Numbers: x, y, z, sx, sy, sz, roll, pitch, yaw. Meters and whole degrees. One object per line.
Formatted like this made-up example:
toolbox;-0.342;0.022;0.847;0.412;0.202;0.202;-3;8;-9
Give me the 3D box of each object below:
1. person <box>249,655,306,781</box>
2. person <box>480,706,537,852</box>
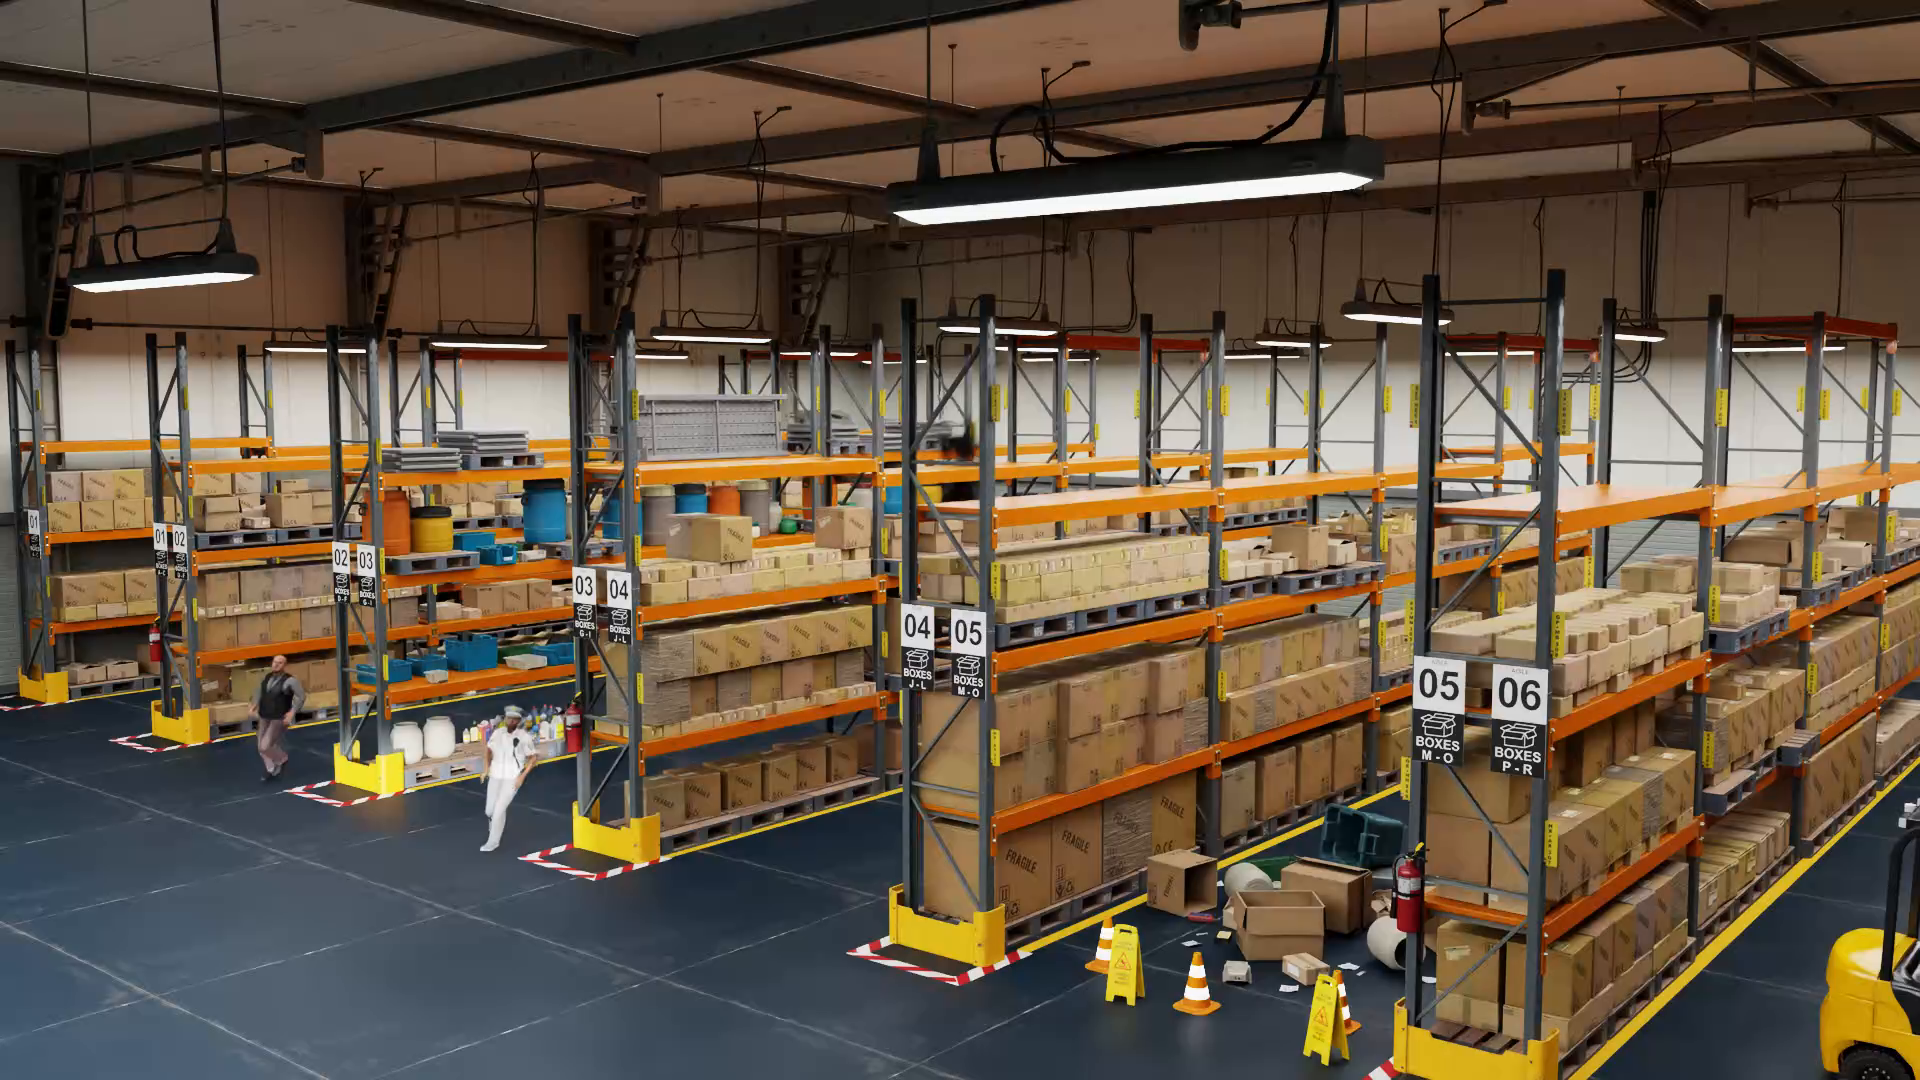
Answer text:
person;-9.049;2.362;21.946;0.728;1.674;0.498;2;5;18
person;-5.096;2.671;18.791;0.615;1.614;0.552;0;5;4
